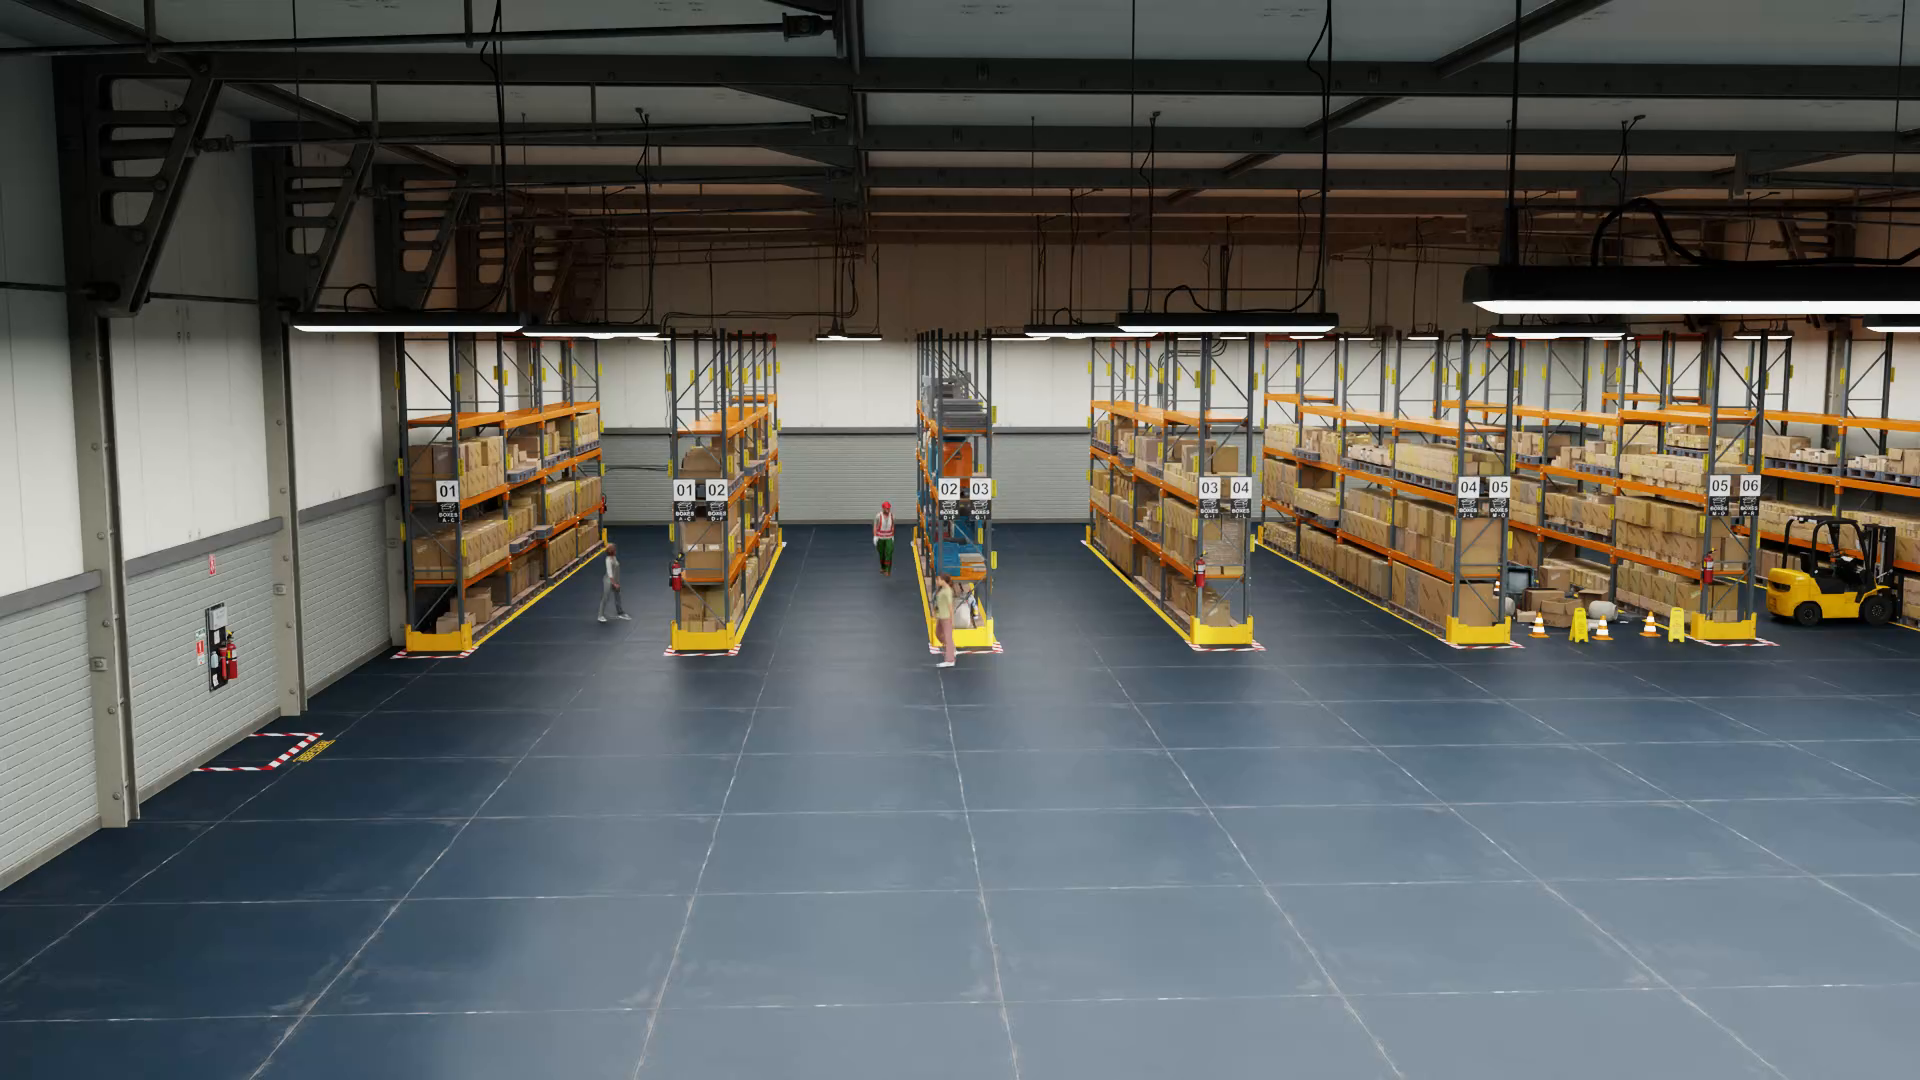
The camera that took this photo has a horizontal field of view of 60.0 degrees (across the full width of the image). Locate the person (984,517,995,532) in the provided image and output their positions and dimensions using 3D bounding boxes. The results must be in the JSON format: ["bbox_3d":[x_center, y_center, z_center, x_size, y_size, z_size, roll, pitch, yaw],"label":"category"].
[{"bbox_3d":[0.667,-1.123,50.705,0.862,1.745,0.633,4,8,30],"label":"person"}]

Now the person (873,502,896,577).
[{"bbox_3d":[-1.773,-0.040,38.934,0.515,1.725,1.013,0,7,1],"label":"person"}]

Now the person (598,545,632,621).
[{"bbox_3d":[-7.201,0.890,34.483,0.568,1.598,0.589,2,7,15],"label":"person"}]

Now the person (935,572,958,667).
[{"bbox_3d":[-0.224,1.392,29.633,0.470,1.678,0.539,-3,7,-22],"label":"person"}]

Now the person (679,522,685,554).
[{"bbox_3d":[-7.519,-0.498,45.546,0.554,1.731,0.555,1,7,11],"label":"person"}]
